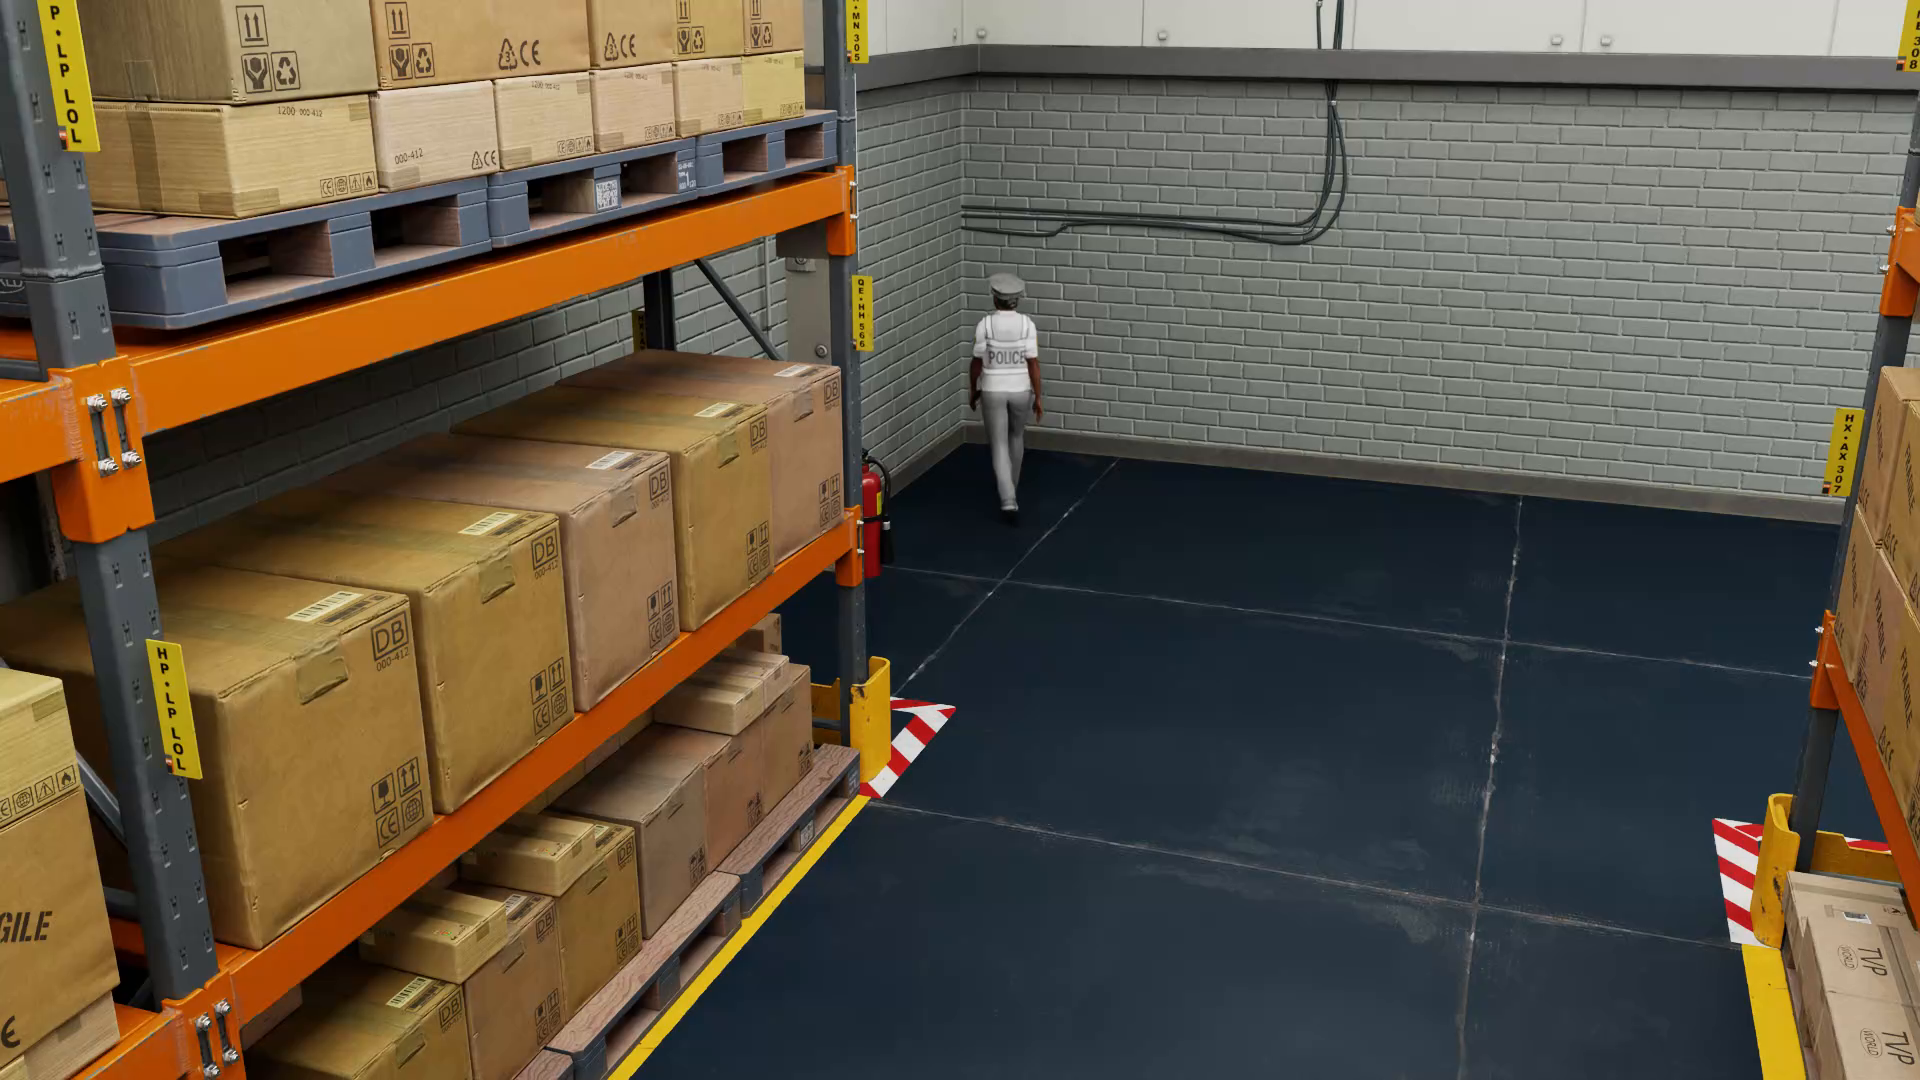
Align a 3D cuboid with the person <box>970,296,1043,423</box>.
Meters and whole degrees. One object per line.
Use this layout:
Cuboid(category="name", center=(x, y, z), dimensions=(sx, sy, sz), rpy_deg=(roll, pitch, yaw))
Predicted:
Cuboid(category="person", center=(0.311, -1.314, 11.481), dimensions=(0.489, 0.994, 0.342), rpy_deg=(-3, 19, -9))
